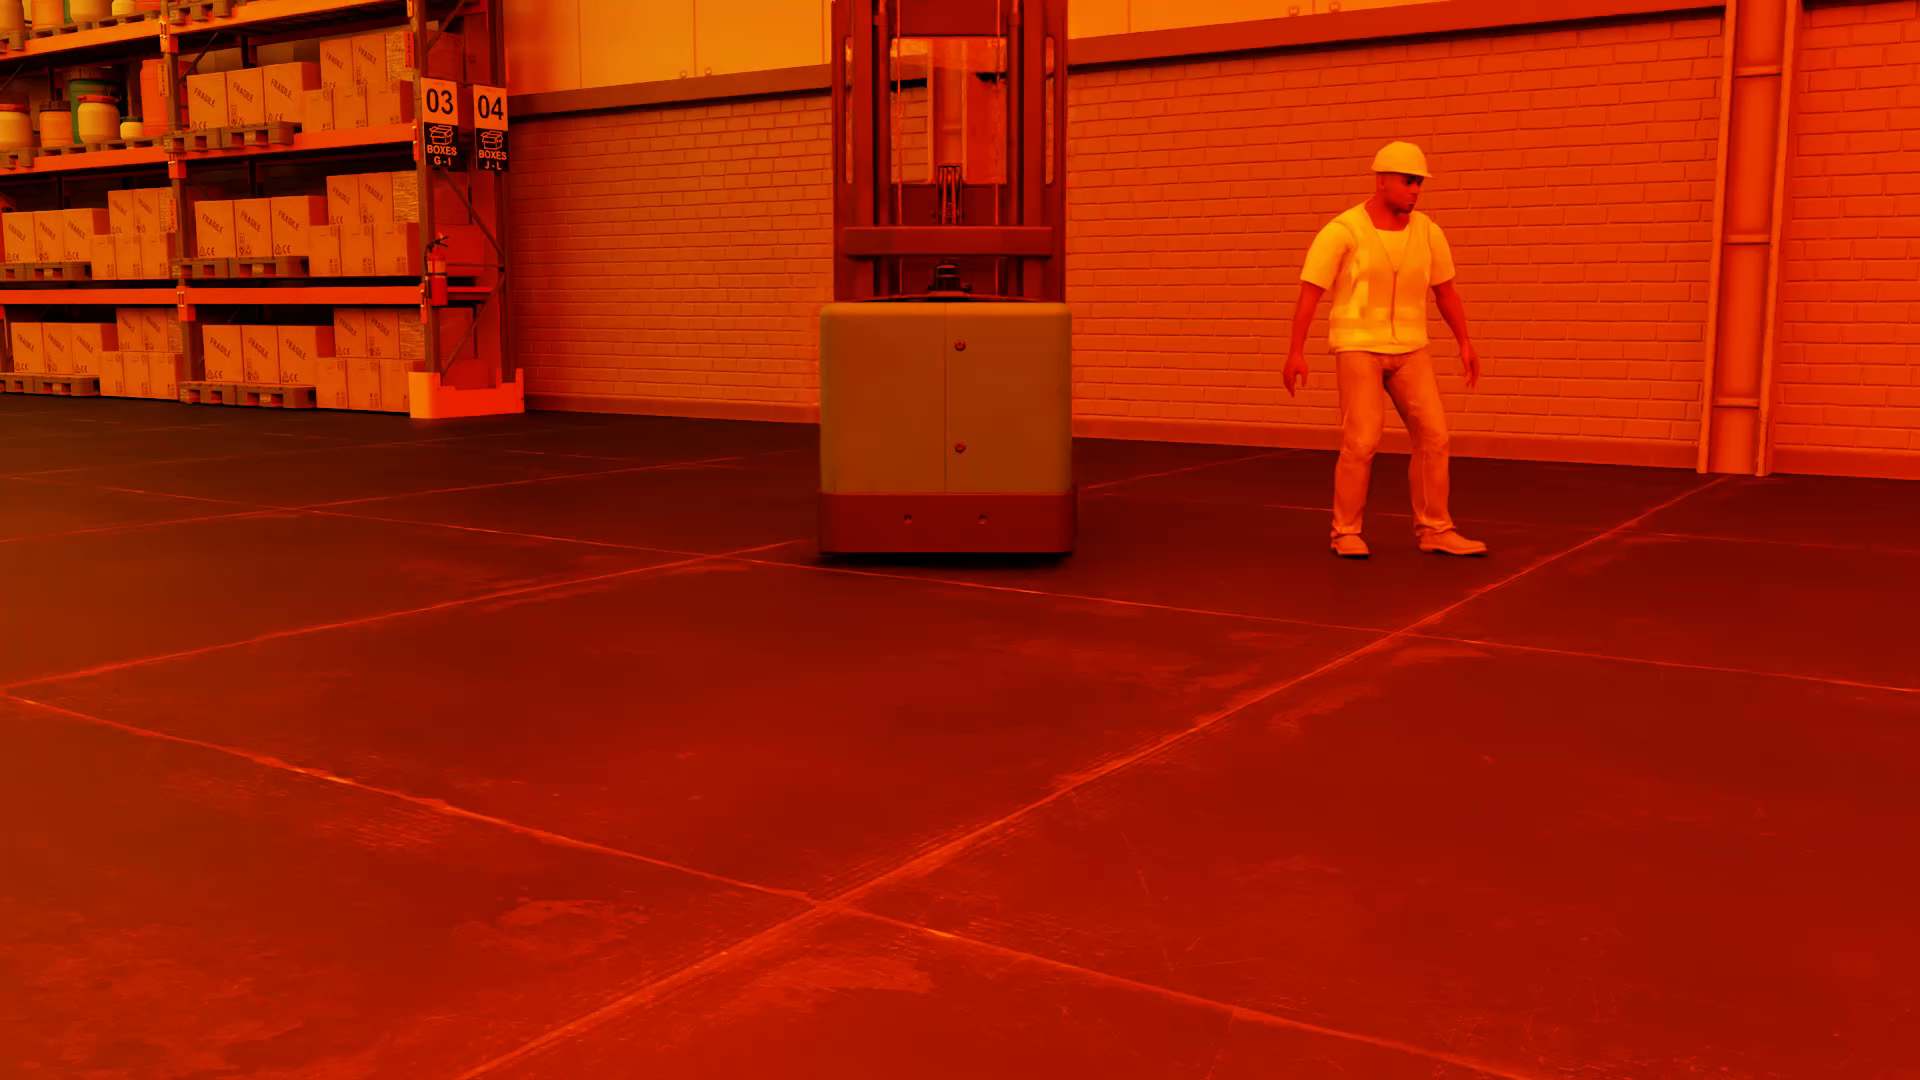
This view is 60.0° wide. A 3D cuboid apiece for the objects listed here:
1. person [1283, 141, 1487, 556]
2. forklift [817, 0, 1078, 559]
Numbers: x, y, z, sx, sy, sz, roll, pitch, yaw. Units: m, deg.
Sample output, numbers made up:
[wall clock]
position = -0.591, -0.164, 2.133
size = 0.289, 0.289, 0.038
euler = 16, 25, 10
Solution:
[person]
position = 1.814, -0.796, 7.040
size = 0.847, 1.737, 0.428
euler = -2, 8, -12
[forklift]
position = -0.047, -1.541, 8.032
size = 1.130, 2.935, 3.031
euler = 0, 8, 0
